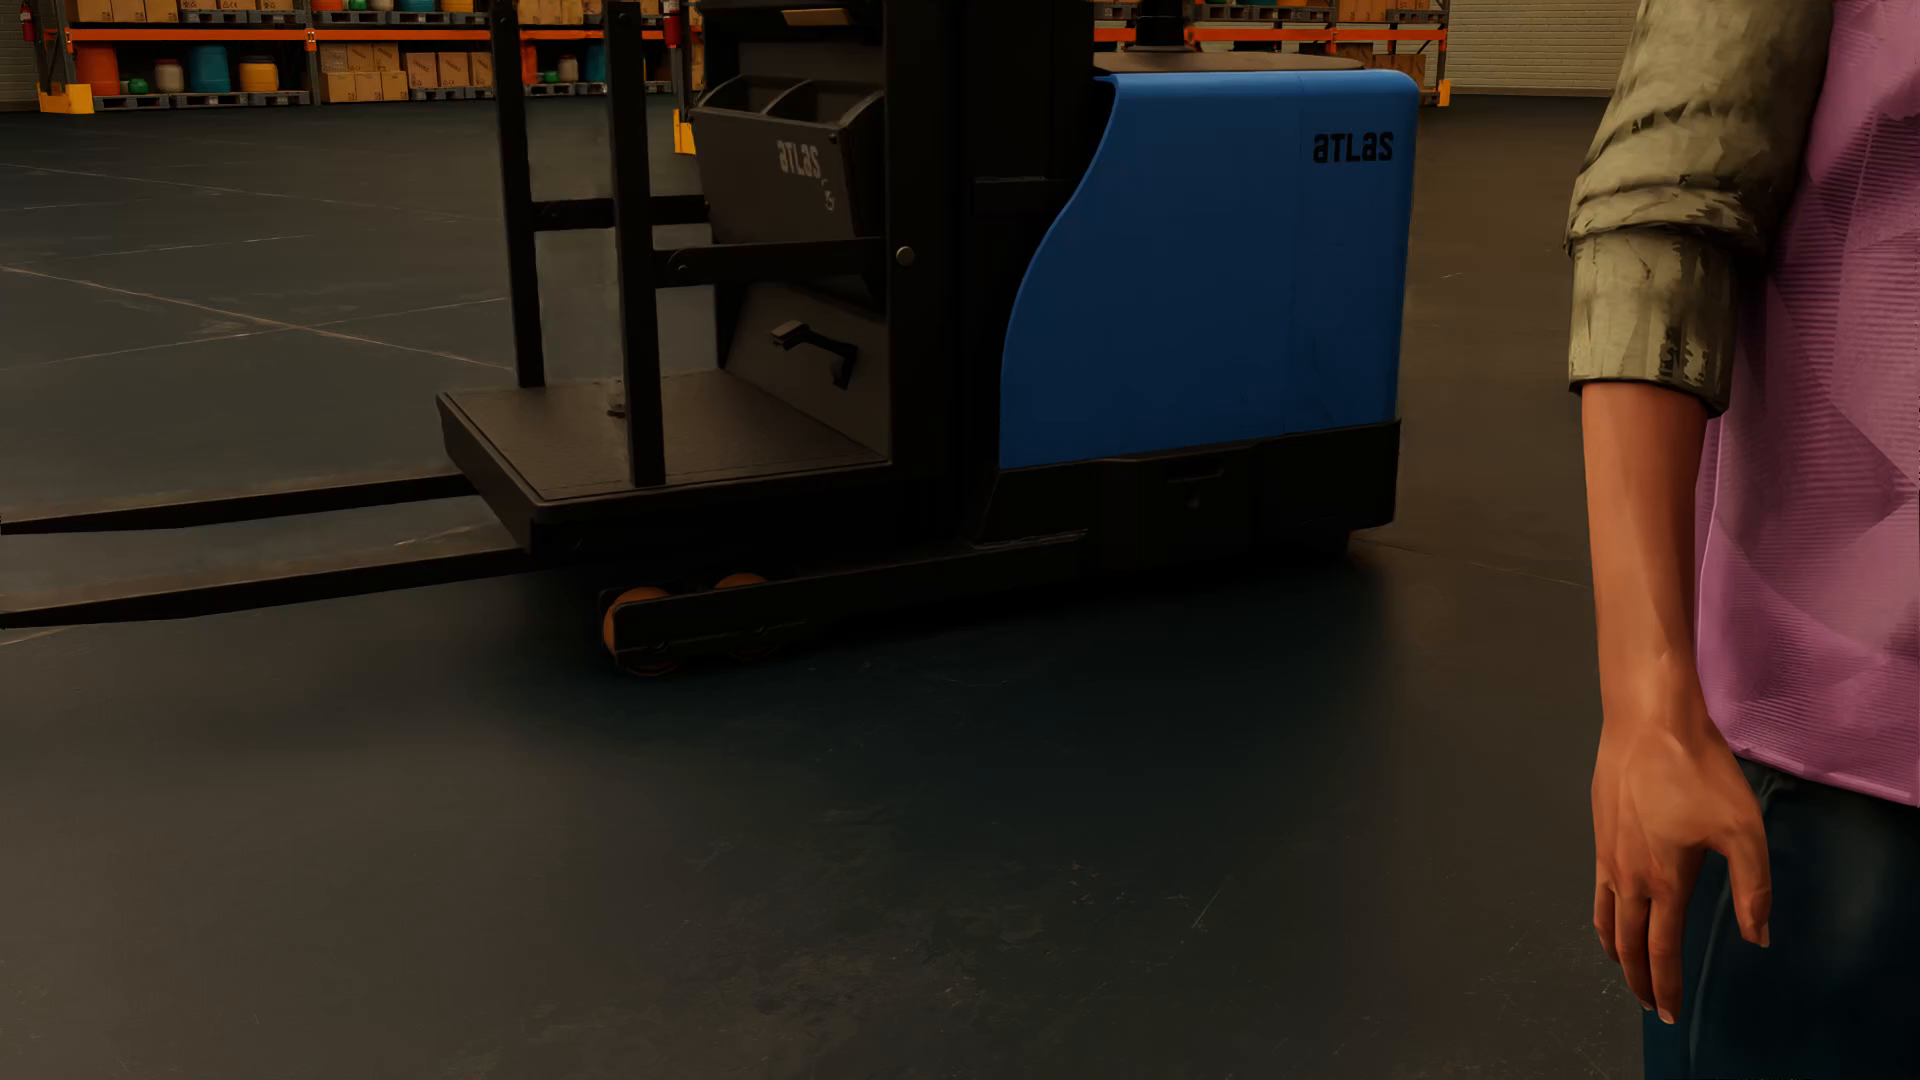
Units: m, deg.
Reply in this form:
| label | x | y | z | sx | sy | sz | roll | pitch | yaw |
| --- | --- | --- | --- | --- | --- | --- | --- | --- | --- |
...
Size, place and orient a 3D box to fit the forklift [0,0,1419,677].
| label | x | y | z | sx | sy | sz | roll | pitch | yaw |
| --- | --- | --- | --- | --- | --- | --- | --- | --- | --- |
| forklift | -0.547 | -1.321 | 3.249 | 3.031 | 2.935 | 1.130 | -8 | 19 | -25 |
